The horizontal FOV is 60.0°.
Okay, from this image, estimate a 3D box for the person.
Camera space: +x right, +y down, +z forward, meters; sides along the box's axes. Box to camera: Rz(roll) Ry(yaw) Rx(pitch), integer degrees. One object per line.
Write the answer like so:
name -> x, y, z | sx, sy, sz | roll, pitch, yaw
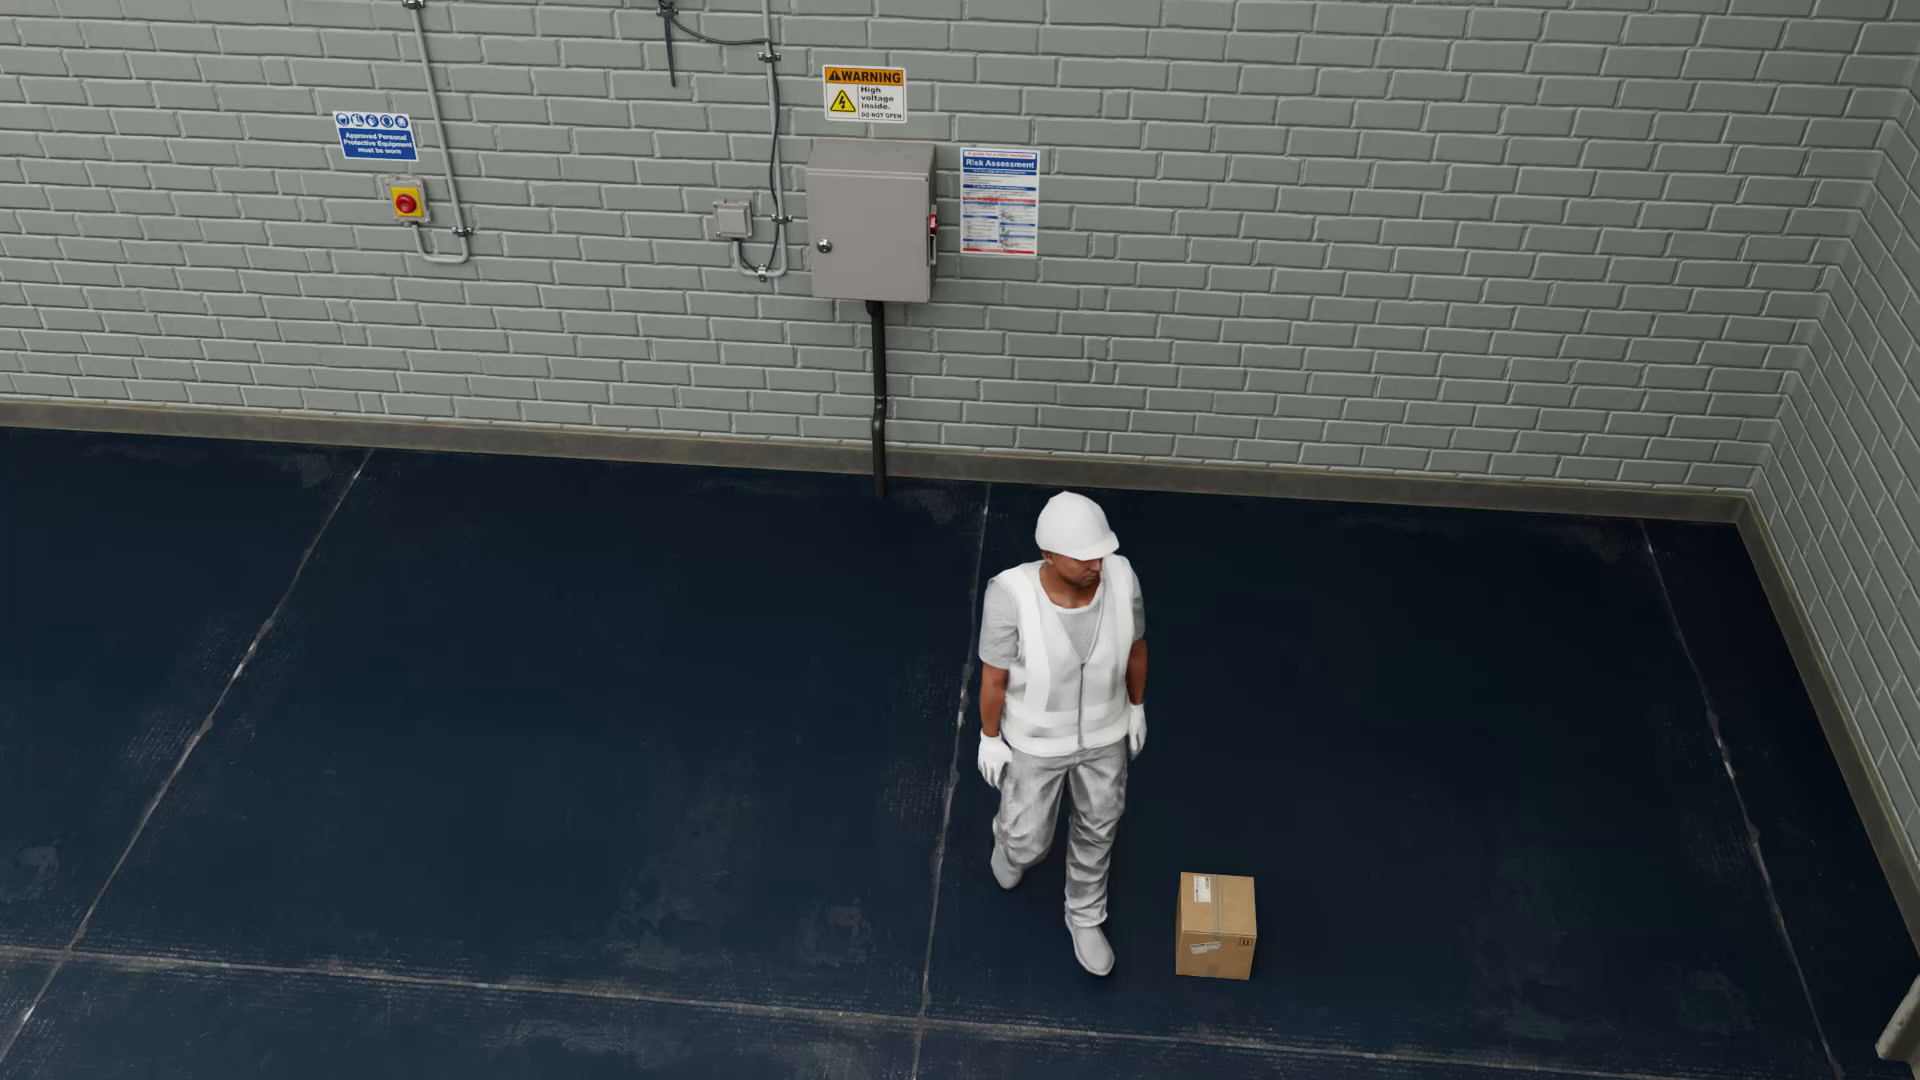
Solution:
person -> 0.355, 0.642, 5.355 | 0.592, 1.772, 0.634 | -11, 41, -13
